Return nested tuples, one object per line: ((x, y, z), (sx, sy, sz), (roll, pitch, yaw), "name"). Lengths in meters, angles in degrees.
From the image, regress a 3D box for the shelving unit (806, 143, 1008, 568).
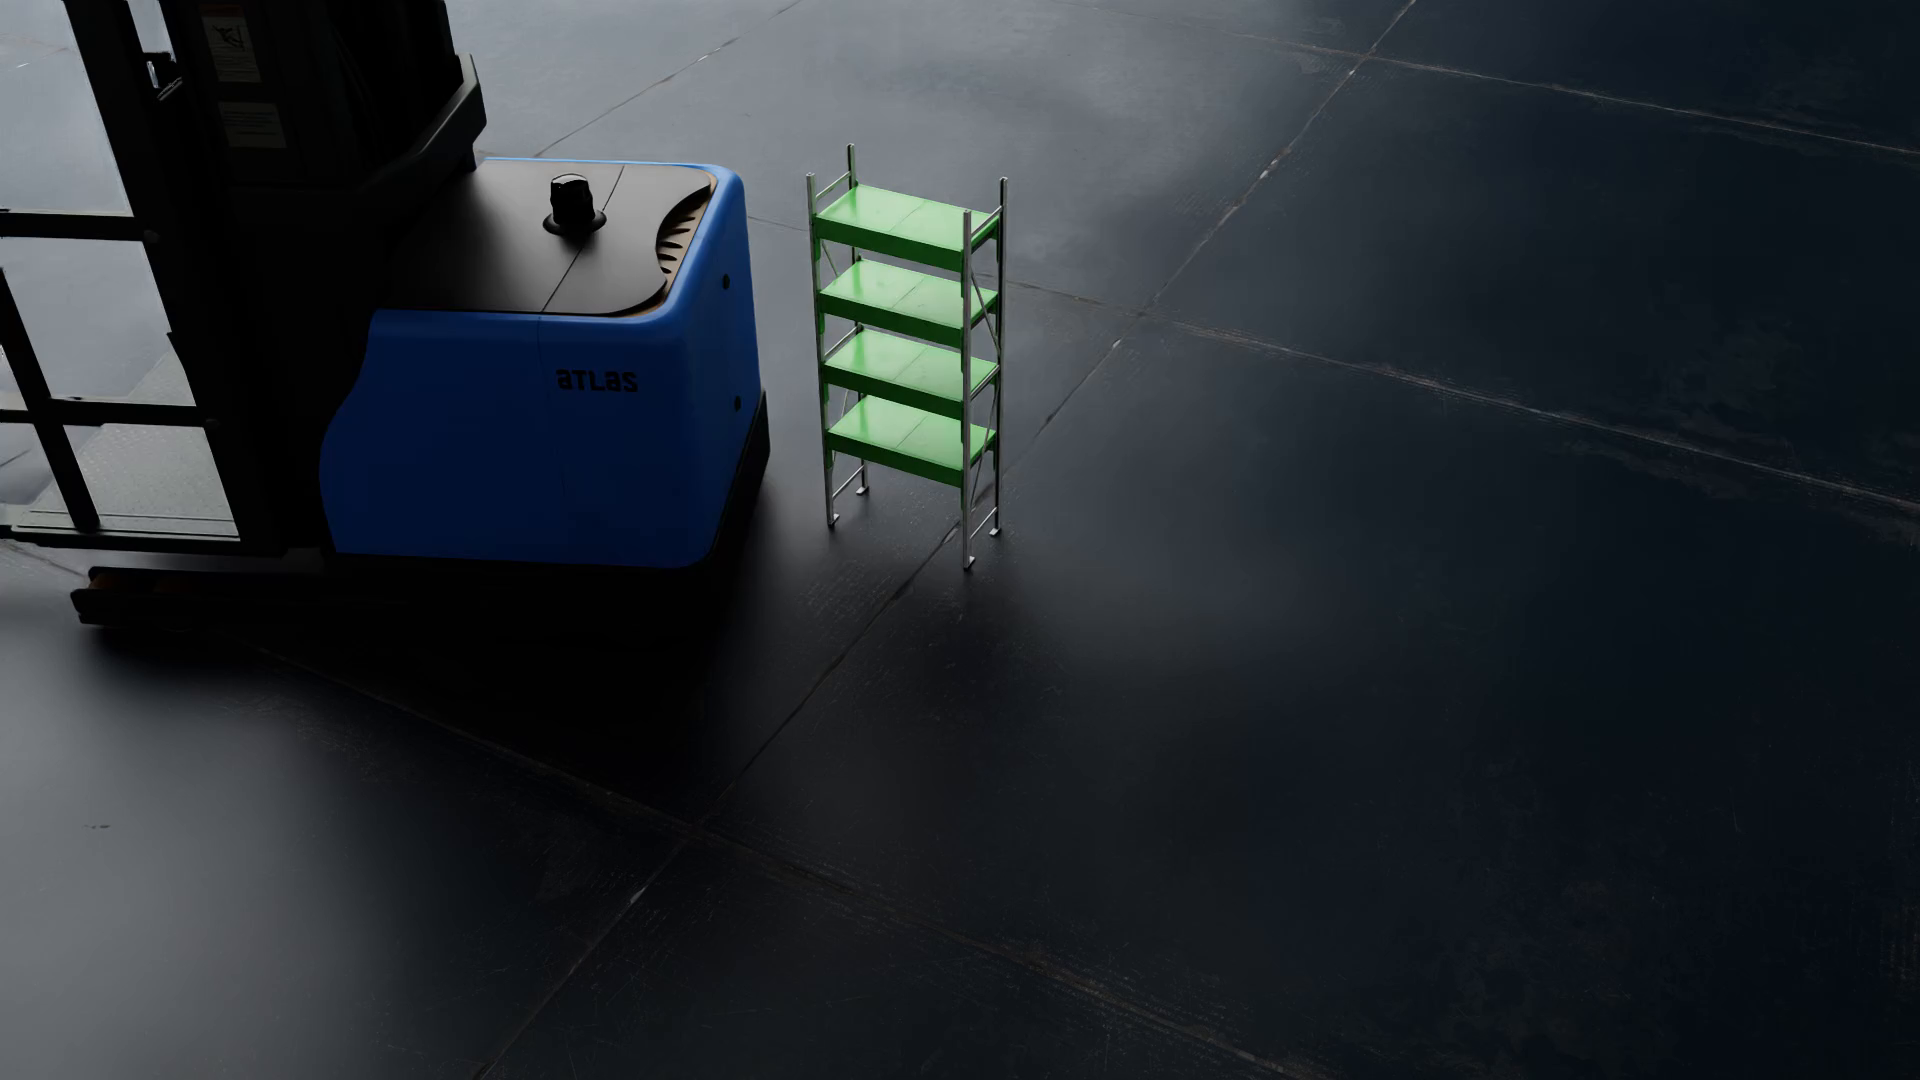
((-0.147, -0.524, 4.948), (0.503, 1.200, 0.258), (17, 41, 21), "shelving unit")

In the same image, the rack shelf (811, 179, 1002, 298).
((-0.147, -0.855, 4.696), (0.480, 0.148, 0.258), (17, 41, 21), "rack shelf")

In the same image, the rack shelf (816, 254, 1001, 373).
((-0.147, -0.664, 4.841), (0.480, 0.148, 0.258), (17, 41, 21), "rack shelf")

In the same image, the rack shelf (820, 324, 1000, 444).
((-0.147, -0.473, 4.987), (0.480, 0.148, 0.258), (17, 41, 21), "rack shelf")

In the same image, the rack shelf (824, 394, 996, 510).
((-0.147, -0.282, 5.132), (0.480, 0.148, 0.258), (17, 41, 21), "rack shelf")

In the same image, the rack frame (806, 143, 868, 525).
((-0.364, -0.592, 5.037), (0.015, 1.200, 0.240), (17, 41, 21), "rack frame")

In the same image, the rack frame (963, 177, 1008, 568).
((0.070, -0.456, 4.858), (0.015, 1.200, 0.240), (17, 41, 21), "rack frame")

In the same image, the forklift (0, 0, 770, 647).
((-2.171, -1.212, 4.422), (3.031, 2.935, 1.130), (3, 37, 3), "forklift")
